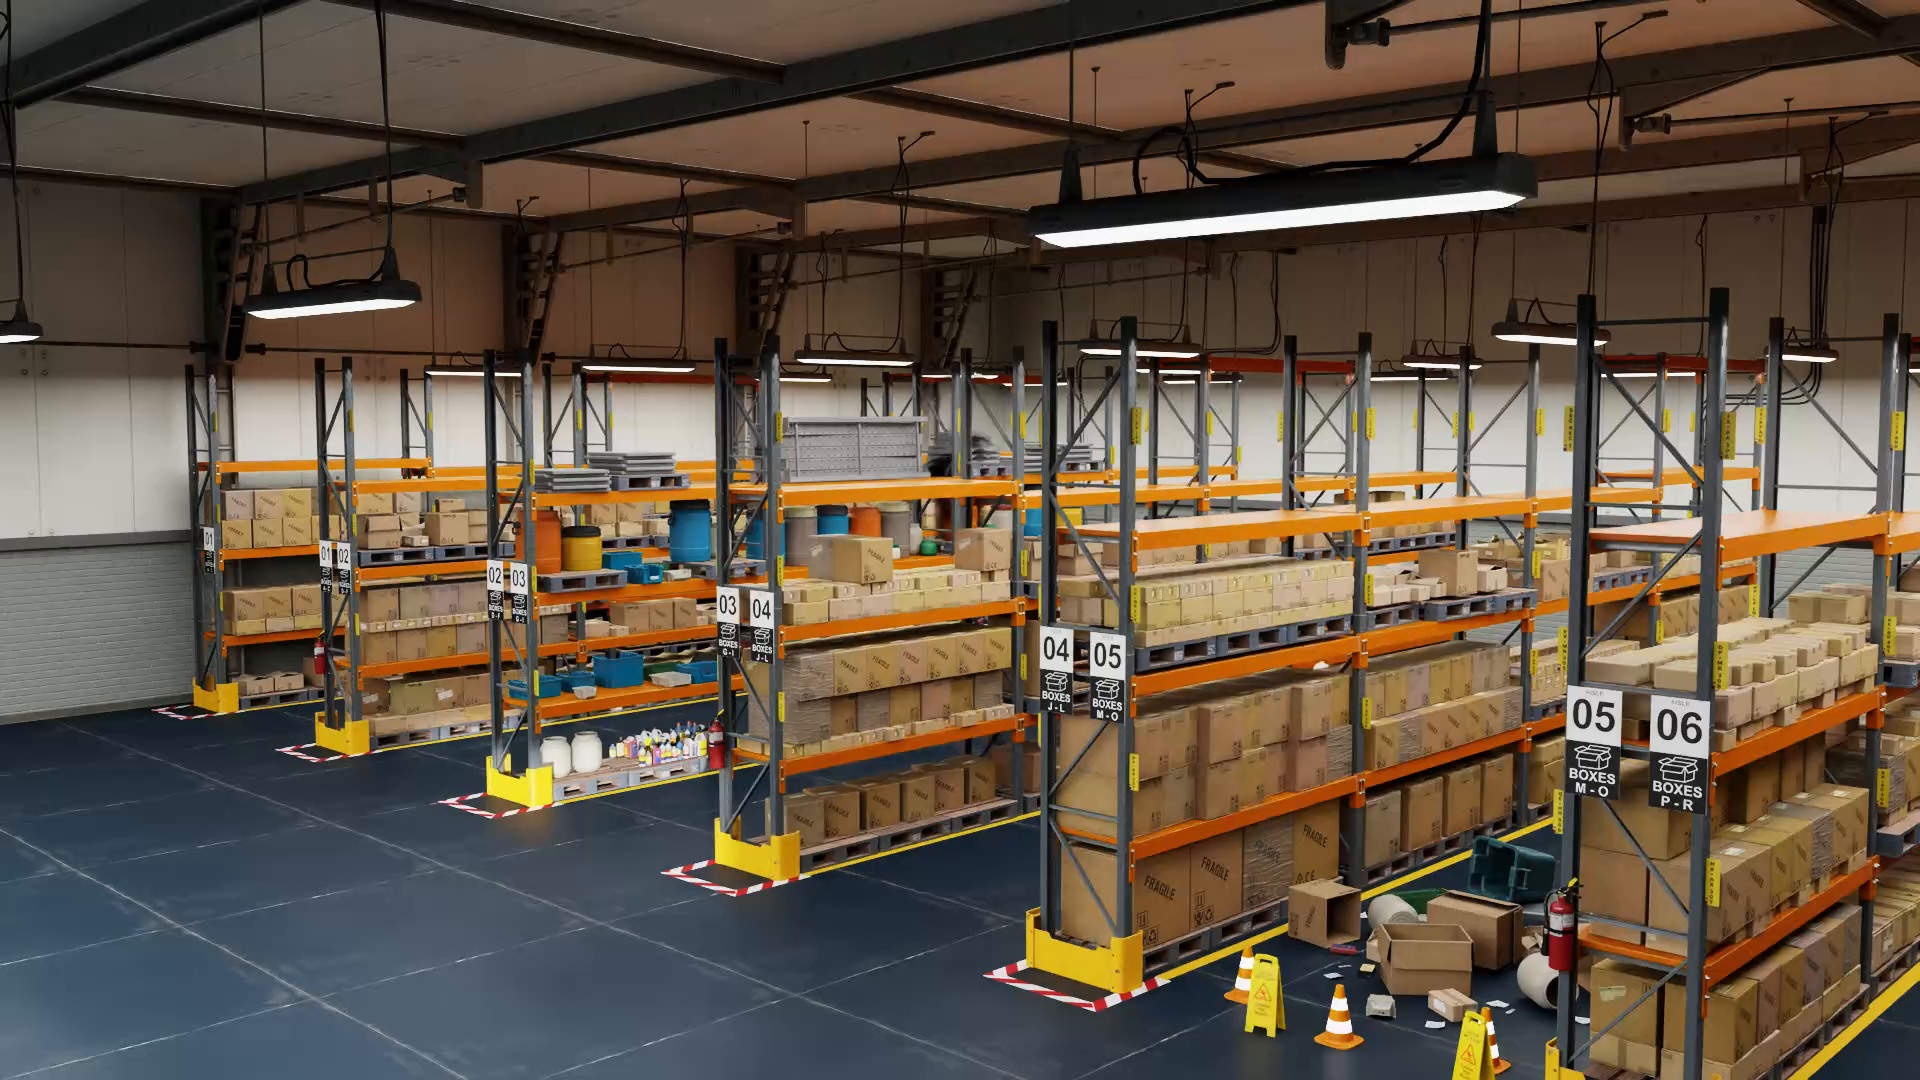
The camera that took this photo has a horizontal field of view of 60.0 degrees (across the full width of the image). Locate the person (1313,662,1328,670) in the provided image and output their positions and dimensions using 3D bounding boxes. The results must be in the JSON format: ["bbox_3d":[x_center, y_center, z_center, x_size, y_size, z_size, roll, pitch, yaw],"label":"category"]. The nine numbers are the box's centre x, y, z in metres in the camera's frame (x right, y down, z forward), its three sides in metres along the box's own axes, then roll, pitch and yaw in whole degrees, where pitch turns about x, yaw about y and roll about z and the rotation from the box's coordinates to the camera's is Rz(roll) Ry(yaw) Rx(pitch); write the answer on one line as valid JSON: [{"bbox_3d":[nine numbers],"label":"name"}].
[{"bbox_3d":[4.947,2.549,22.743,0.684,1.775,0.794,3,5,30],"label":"person"}]

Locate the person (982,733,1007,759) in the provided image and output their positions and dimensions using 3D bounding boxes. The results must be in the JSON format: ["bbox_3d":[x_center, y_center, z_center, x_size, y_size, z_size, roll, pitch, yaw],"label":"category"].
[{"bbox_3d":[0.524,2.492,24.158,0.765,1.736,0.583,-4,6,-40],"label":"person"}]
